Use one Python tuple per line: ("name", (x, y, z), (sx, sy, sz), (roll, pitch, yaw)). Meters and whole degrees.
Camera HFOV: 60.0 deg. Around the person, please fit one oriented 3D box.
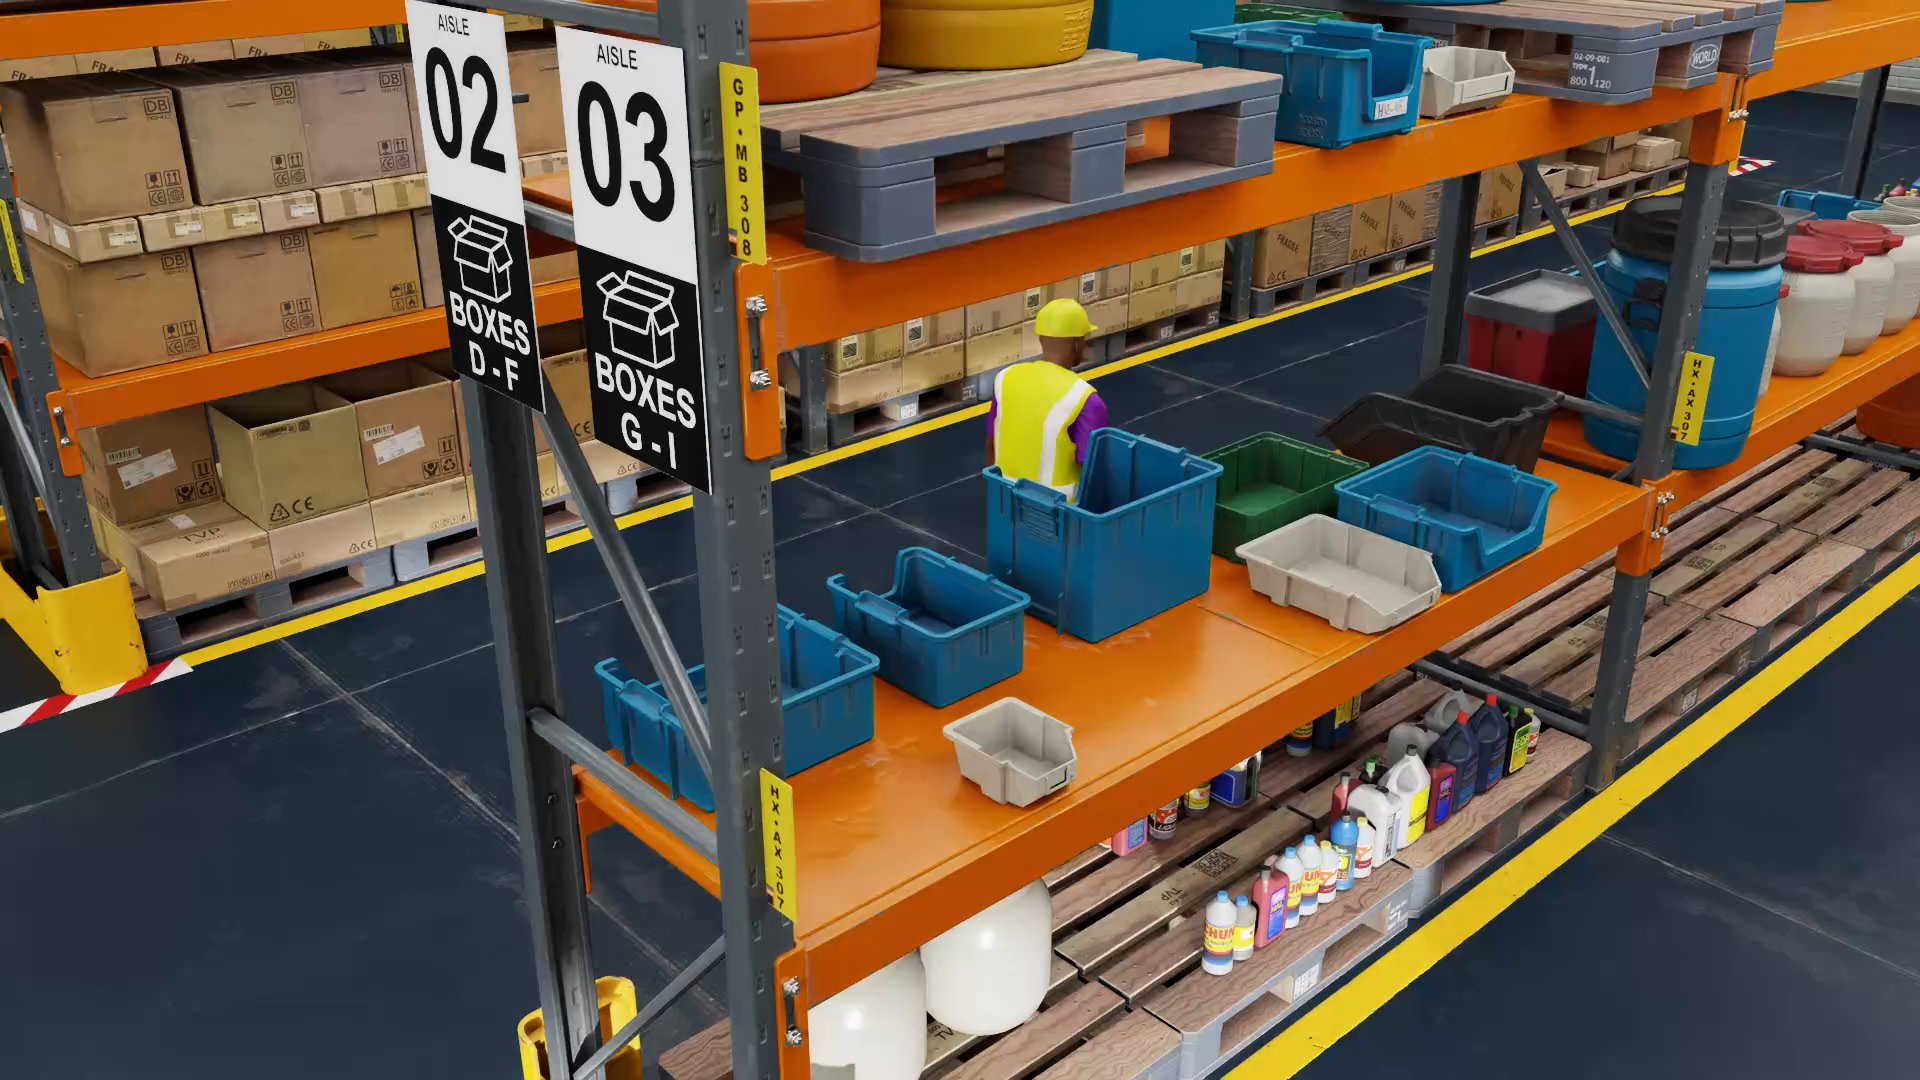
("person", (0.380, -0.123, 6.853), (0.636, 1.761, 0.454), (22, 32, 40))
